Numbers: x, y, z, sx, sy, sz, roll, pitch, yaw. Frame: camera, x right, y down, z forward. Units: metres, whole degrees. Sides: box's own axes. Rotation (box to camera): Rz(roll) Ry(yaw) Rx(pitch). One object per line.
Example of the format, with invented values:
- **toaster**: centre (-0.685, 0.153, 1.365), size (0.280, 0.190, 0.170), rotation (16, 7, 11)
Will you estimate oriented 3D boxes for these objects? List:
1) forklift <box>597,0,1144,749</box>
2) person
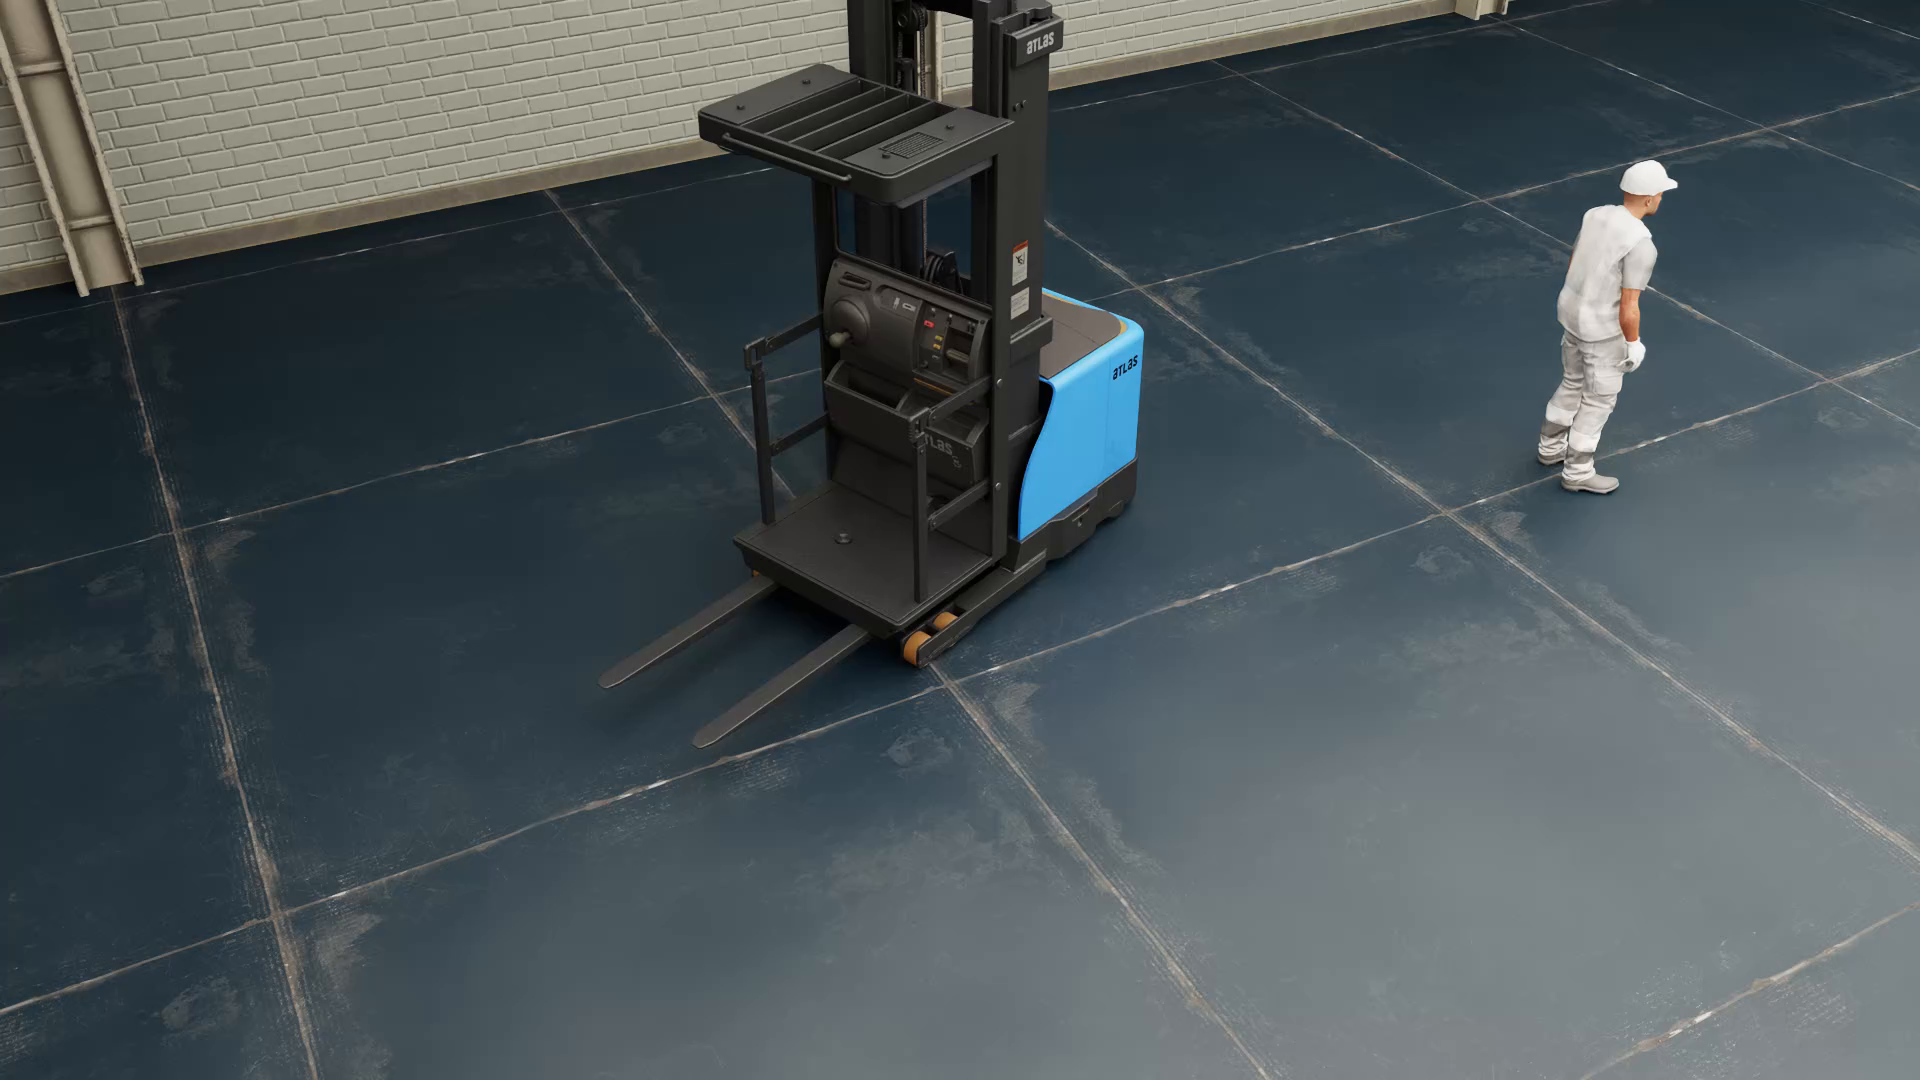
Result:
- **forklift**: centre (-0.390, -0.927, 7.434), size (1.130, 2.935, 3.031), rotation (26, 43, 31)
- **person**: centre (3.364, -1.124, 8.712), size (0.446, 1.780, 0.623), rotation (-7, 36, -10)
